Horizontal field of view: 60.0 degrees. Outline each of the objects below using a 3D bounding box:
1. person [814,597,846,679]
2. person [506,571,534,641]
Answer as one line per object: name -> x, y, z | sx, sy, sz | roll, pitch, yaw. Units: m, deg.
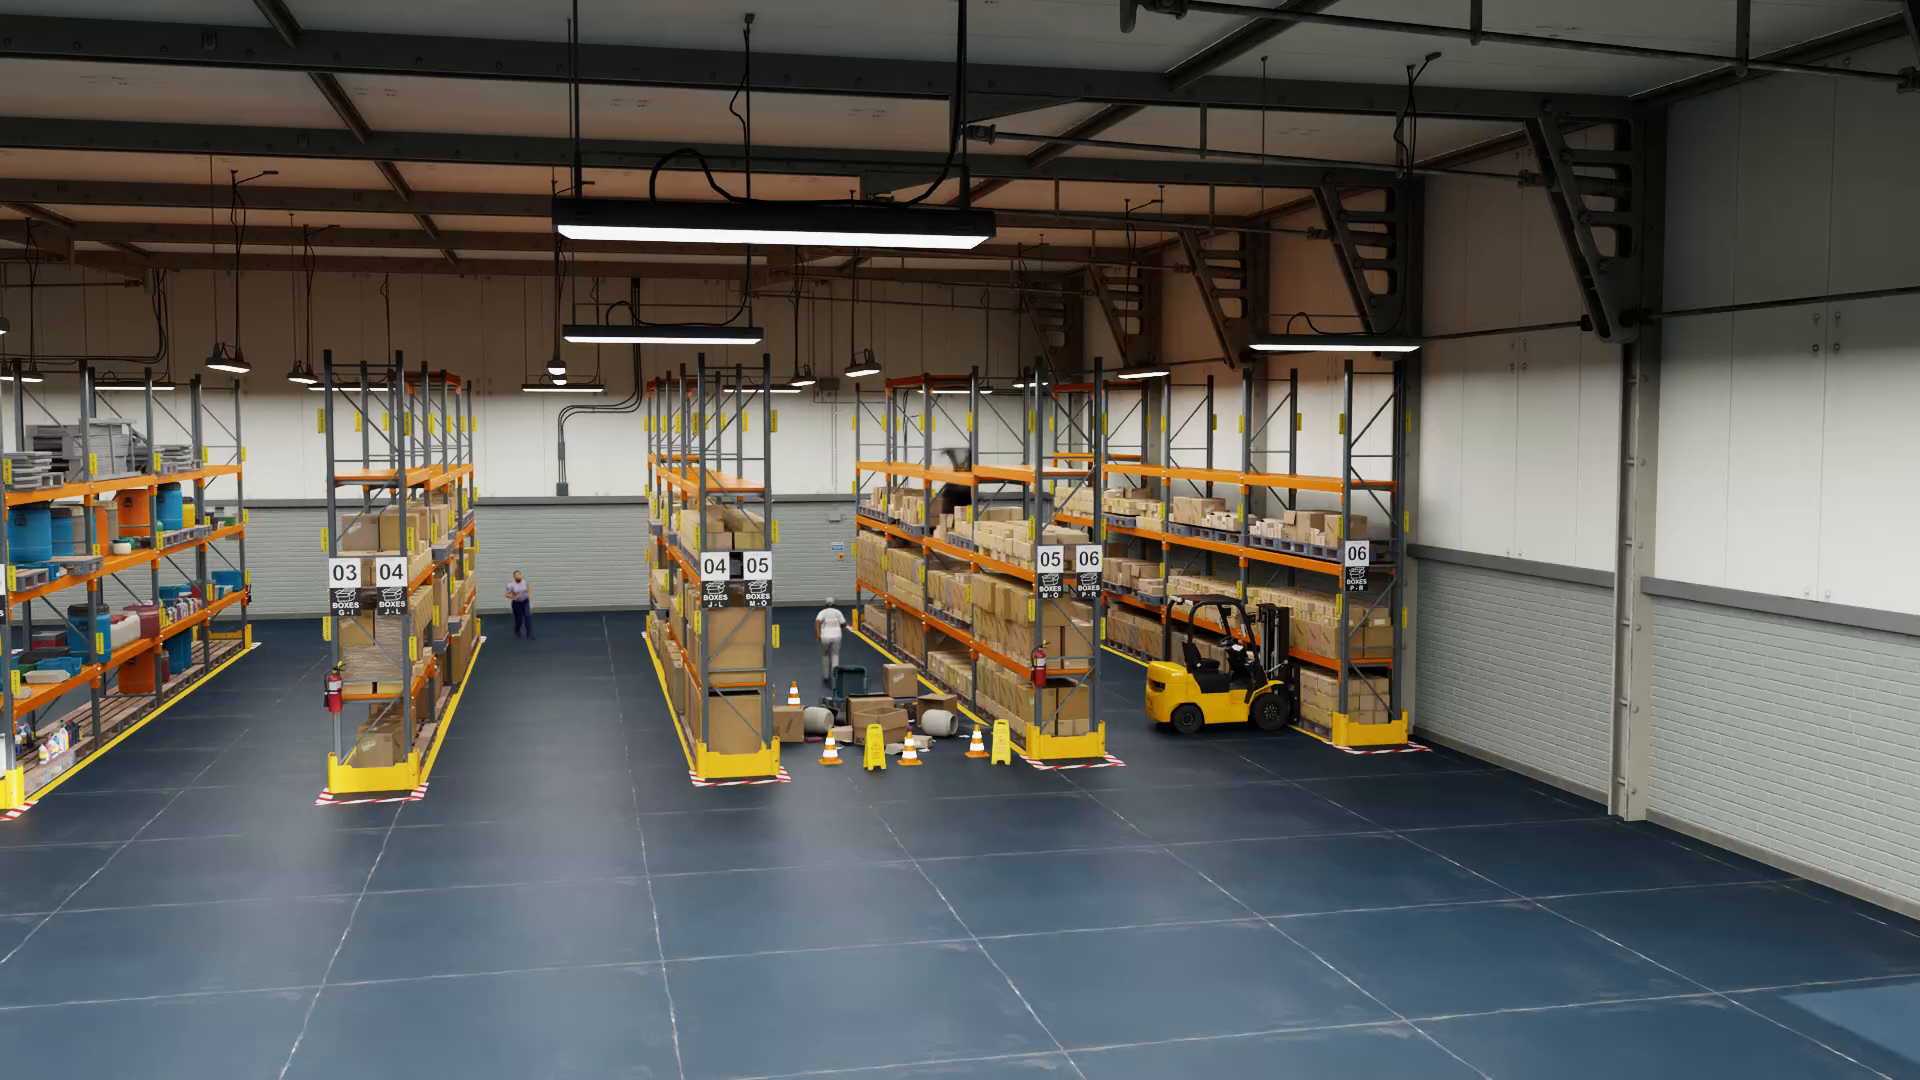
person -> -2.522, 1.927, 32.164 | 0.632, 1.647, 1.002 | -1, 4, -11
person -> -10.226, 1.522, 38.600 | 0.650, 1.604, 0.796 | -3, 5, -34
